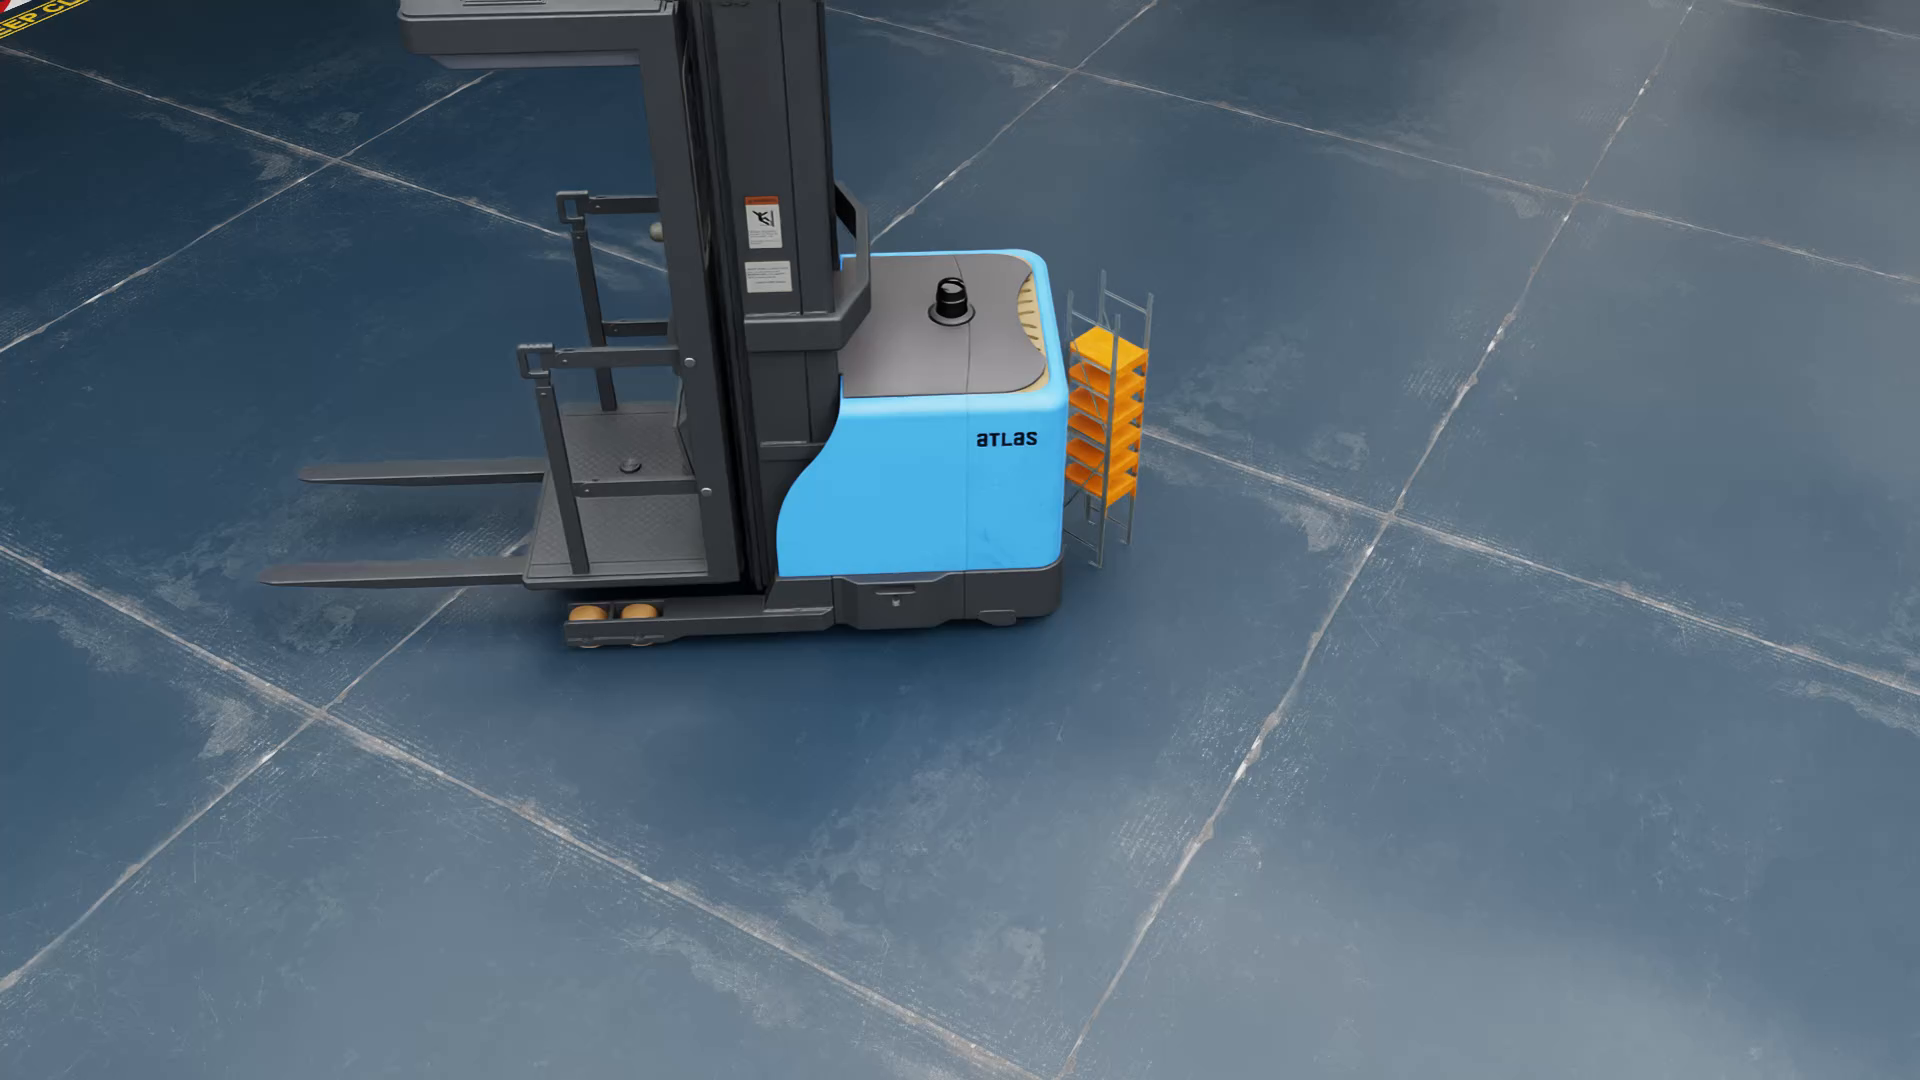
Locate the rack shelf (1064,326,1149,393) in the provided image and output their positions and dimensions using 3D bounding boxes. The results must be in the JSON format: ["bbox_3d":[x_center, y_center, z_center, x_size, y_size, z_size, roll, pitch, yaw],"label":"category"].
[{"bbox_3d":[0.538,-0.671,6.126,0.258,0.103,0.180,33,51,31],"label":"rack shelf"}]

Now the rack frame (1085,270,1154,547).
[{"bbox_3d":[0.602,-0.477,6.384,0.240,1.200,0.006,33,51,31],"label":"rack frame"}]

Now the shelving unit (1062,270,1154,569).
[{"bbox_3d":[0.538,-0.434,6.335,0.258,1.200,0.189,33,51,31],"label":"shelving unit"}]

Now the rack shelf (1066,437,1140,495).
[{"bbox_3d":[0.538,-0.311,6.444,0.258,0.103,0.180,33,51,31],"label":"rack shelf"}]

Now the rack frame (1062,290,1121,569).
[{"bbox_3d":[0.475,-0.391,6.286,0.240,1.200,0.006,33,51,31],"label":"rack frame"}]

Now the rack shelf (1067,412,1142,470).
[{"bbox_3d":[0.538,-0.401,6.364,0.258,0.103,0.180,33,51,31],"label":"rack shelf"}]

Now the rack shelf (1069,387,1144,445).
[{"bbox_3d":[0.538,-0.491,6.285,0.258,0.103,0.180,33,51,31],"label":"rack shelf"}]

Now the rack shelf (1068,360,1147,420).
[{"bbox_3d":[0.538,-0.581,6.206,0.258,0.103,0.180,33,51,31],"label":"rack shelf"}]

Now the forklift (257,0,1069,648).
[{"bbox_3d":[-1.145,-1.052,5.727,3.031,2.935,1.130,-2,41,-2],"label":"forklift"}]

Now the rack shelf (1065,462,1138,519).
[{"bbox_3d":[0.538,-0.221,6.523,0.258,0.103,0.180,33,51,31],"label":"rack shelf"}]
